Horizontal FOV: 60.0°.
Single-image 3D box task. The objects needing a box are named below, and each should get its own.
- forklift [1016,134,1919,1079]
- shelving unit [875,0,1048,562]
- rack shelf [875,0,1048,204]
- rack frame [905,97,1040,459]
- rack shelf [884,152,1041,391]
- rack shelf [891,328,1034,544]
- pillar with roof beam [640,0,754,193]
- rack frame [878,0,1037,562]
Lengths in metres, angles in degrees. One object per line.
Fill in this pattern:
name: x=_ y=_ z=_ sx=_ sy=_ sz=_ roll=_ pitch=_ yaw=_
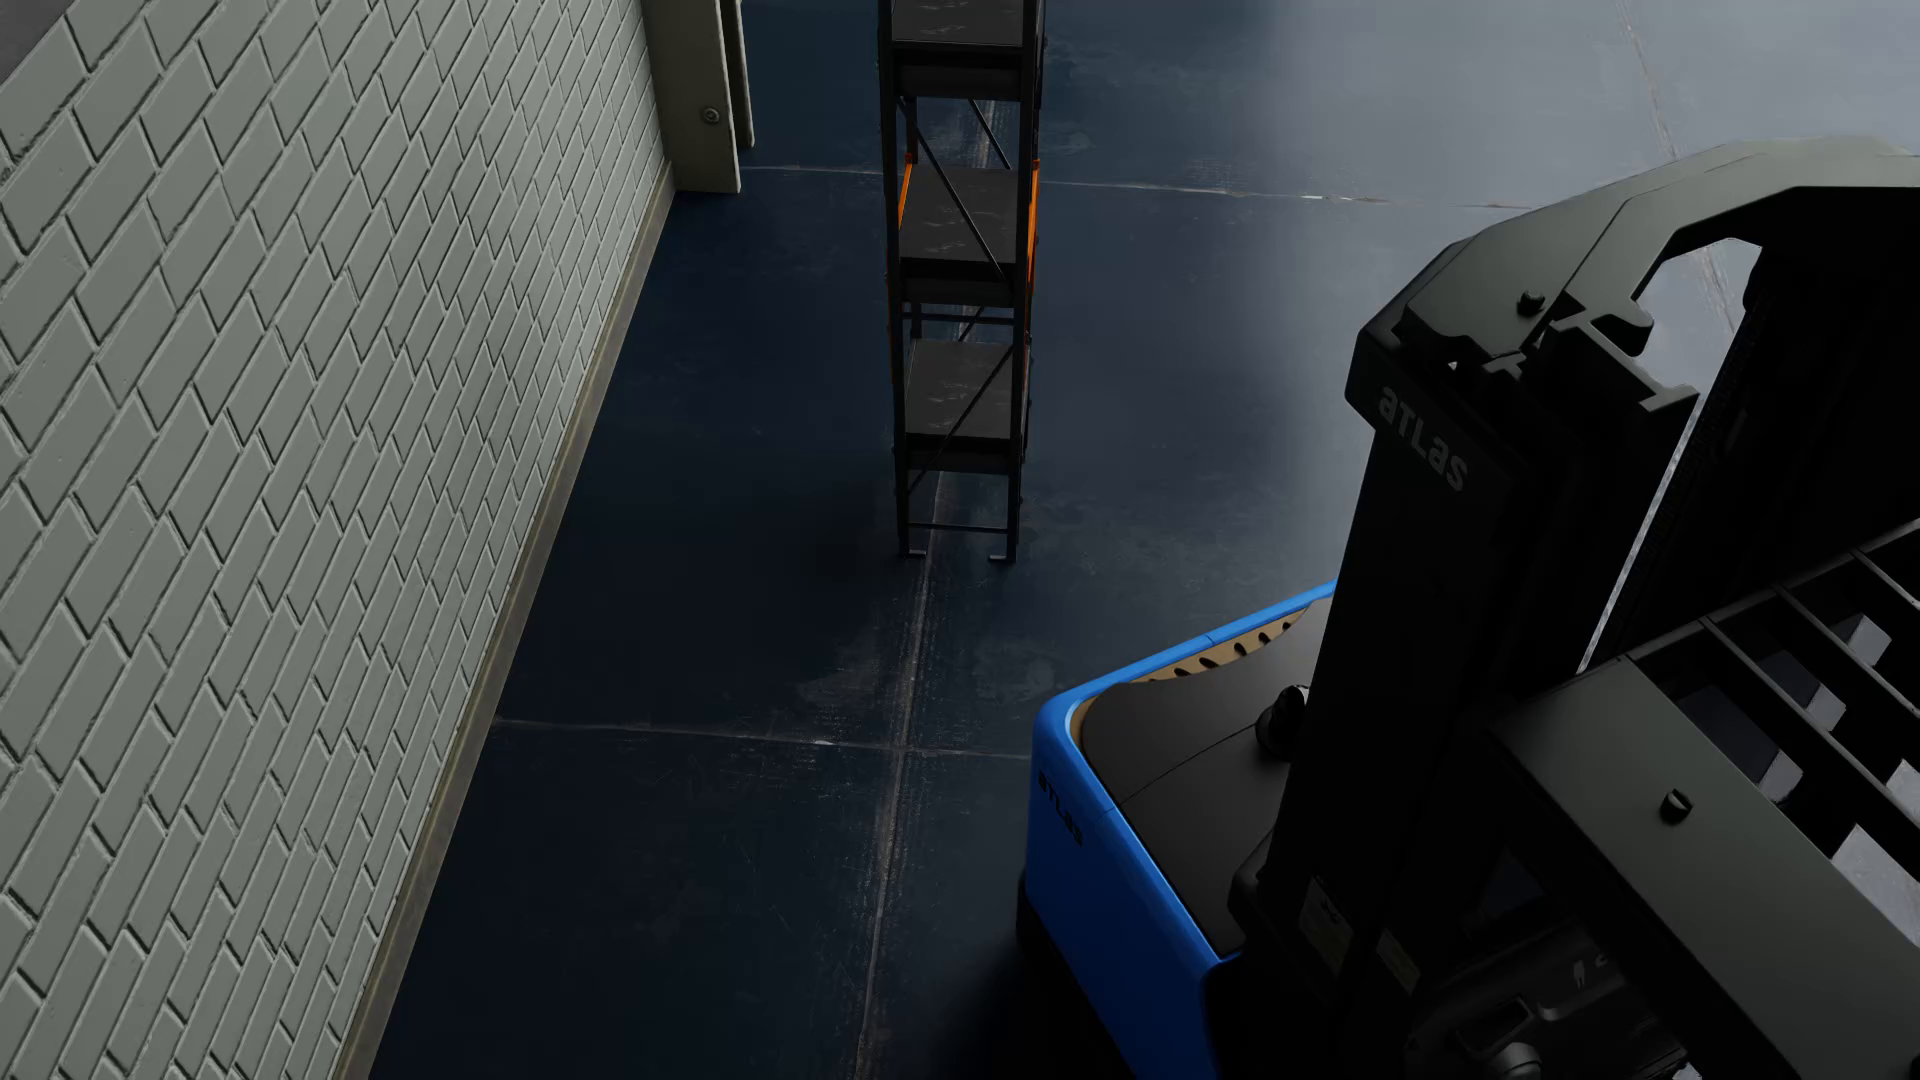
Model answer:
forklift: x=1.275 y=0.937 z=2.906 sx=1.130 sy=2.935 sz=3.031 roll=-21 pitch=51 yaw=-18
shelving unit: x=0.015 y=-0.830 z=5.086 sx=0.431 sy=2.100 sz=0.503 roll=4 pitch=48 yaw=4
rack shelf: x=0.015 y=-1.294 z=4.580 sx=0.431 sy=0.518 sz=0.480 roll=4 pitch=48 yaw=4
rack frame: x=0.037 y=-1.010 z=5.250 sx=0.400 sy=2.100 sz=0.015 roll=4 pitch=48 yaw=4
rack shelf: x=0.015 y=-0.821 z=5.097 sx=0.431 sy=0.518 sz=0.480 roll=4 pitch=48 yaw=4
rack shelf: x=0.015 y=-0.349 z=5.613 sx=0.431 sy=0.518 sz=0.480 roll=4 pitch=48 yaw=4
pillar with roof beam: x=3.205 y=-4.385 z=3.662 sx=9.100 sy=9.000 sz=0.400 roll=4 pitch=48 yaw=4
rack frame: x=-0.007 y=-0.651 z=4.922 sx=0.400 sy=2.100 sz=0.015 roll=4 pitch=48 yaw=4
